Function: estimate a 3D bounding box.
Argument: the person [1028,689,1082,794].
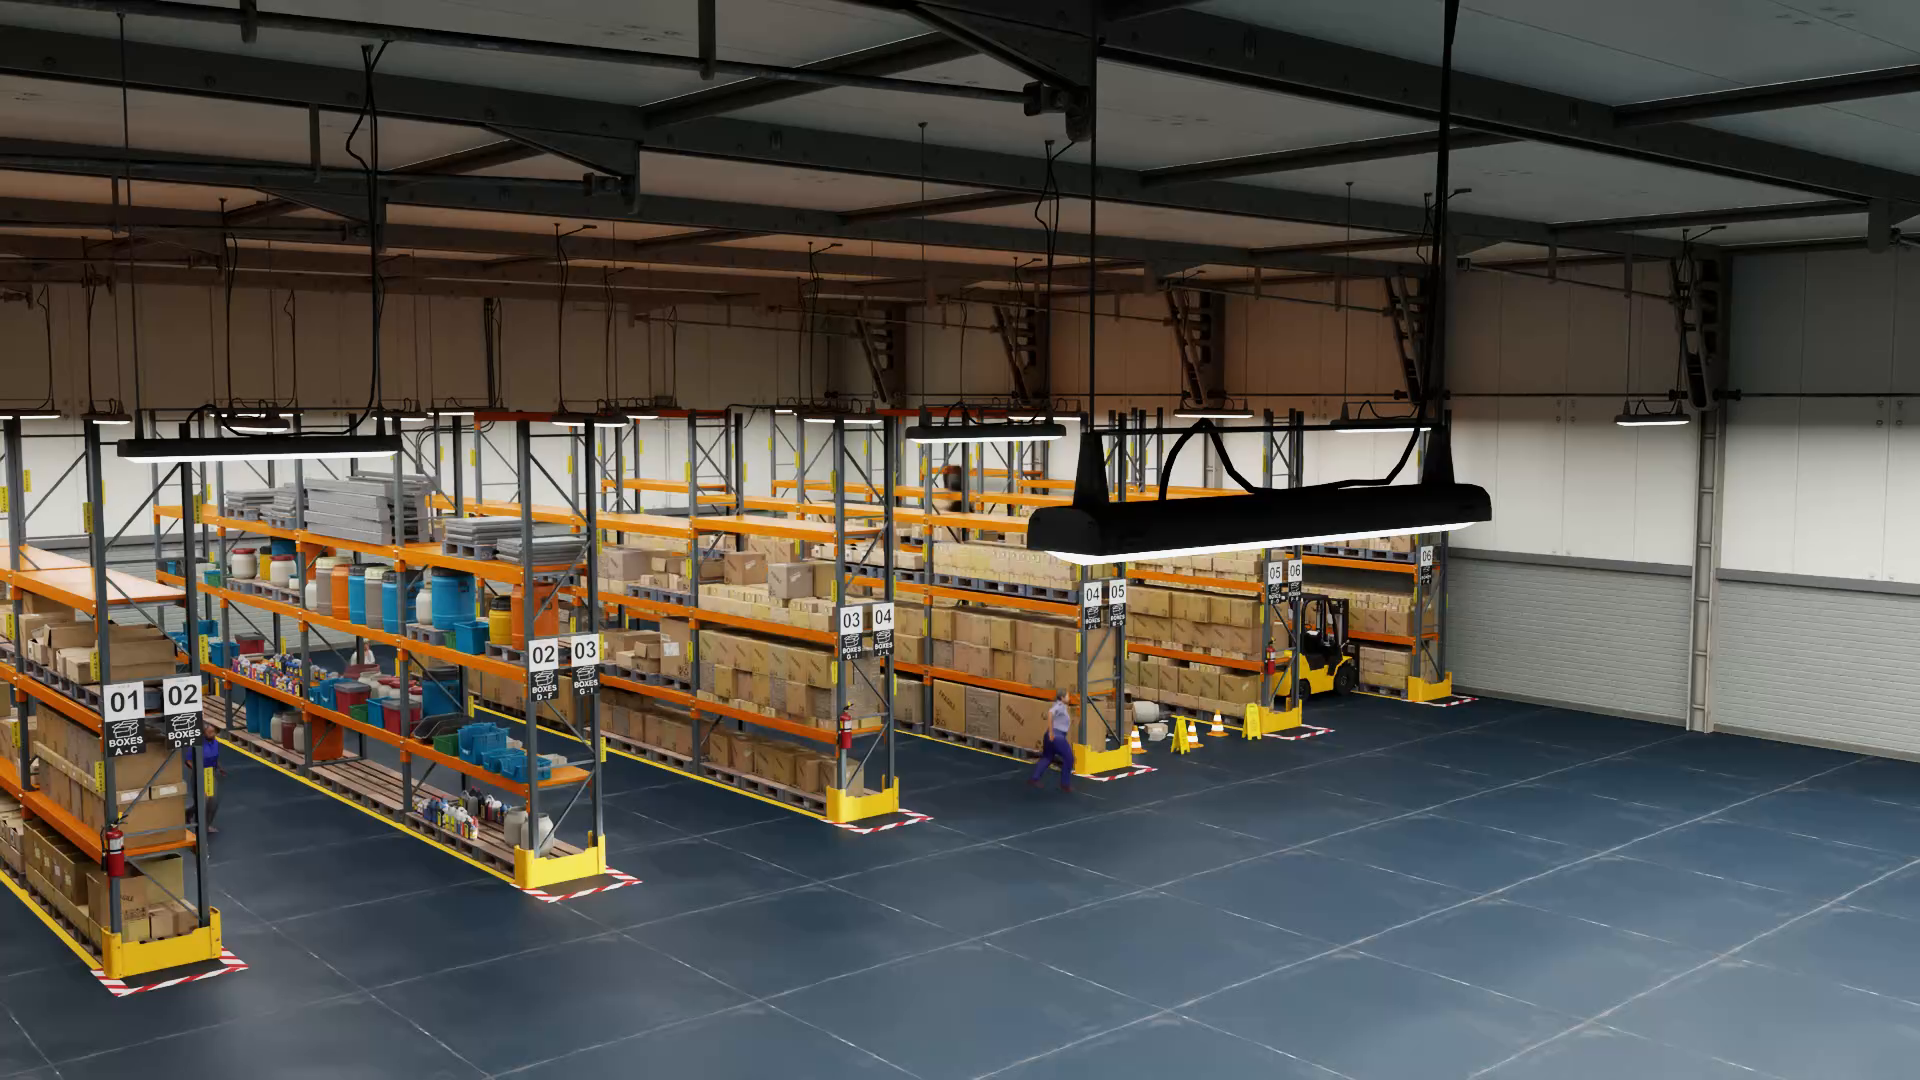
[{"bbox_3d":[1.522,3.212,26.365,0.860,1.716,0.586,-1,5,-13],"label":"person"}]

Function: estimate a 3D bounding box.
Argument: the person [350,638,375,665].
[{"bbox_3d":[-11.169,2.700,31.234,0.842,1.829,0.630,4,6,35],"label":"person"}]

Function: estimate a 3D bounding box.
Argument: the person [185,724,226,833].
[{"bbox_3d":[-10.968,3.435,24.064,0.646,1.602,0.572,3,6,29],"label":"person"}]
